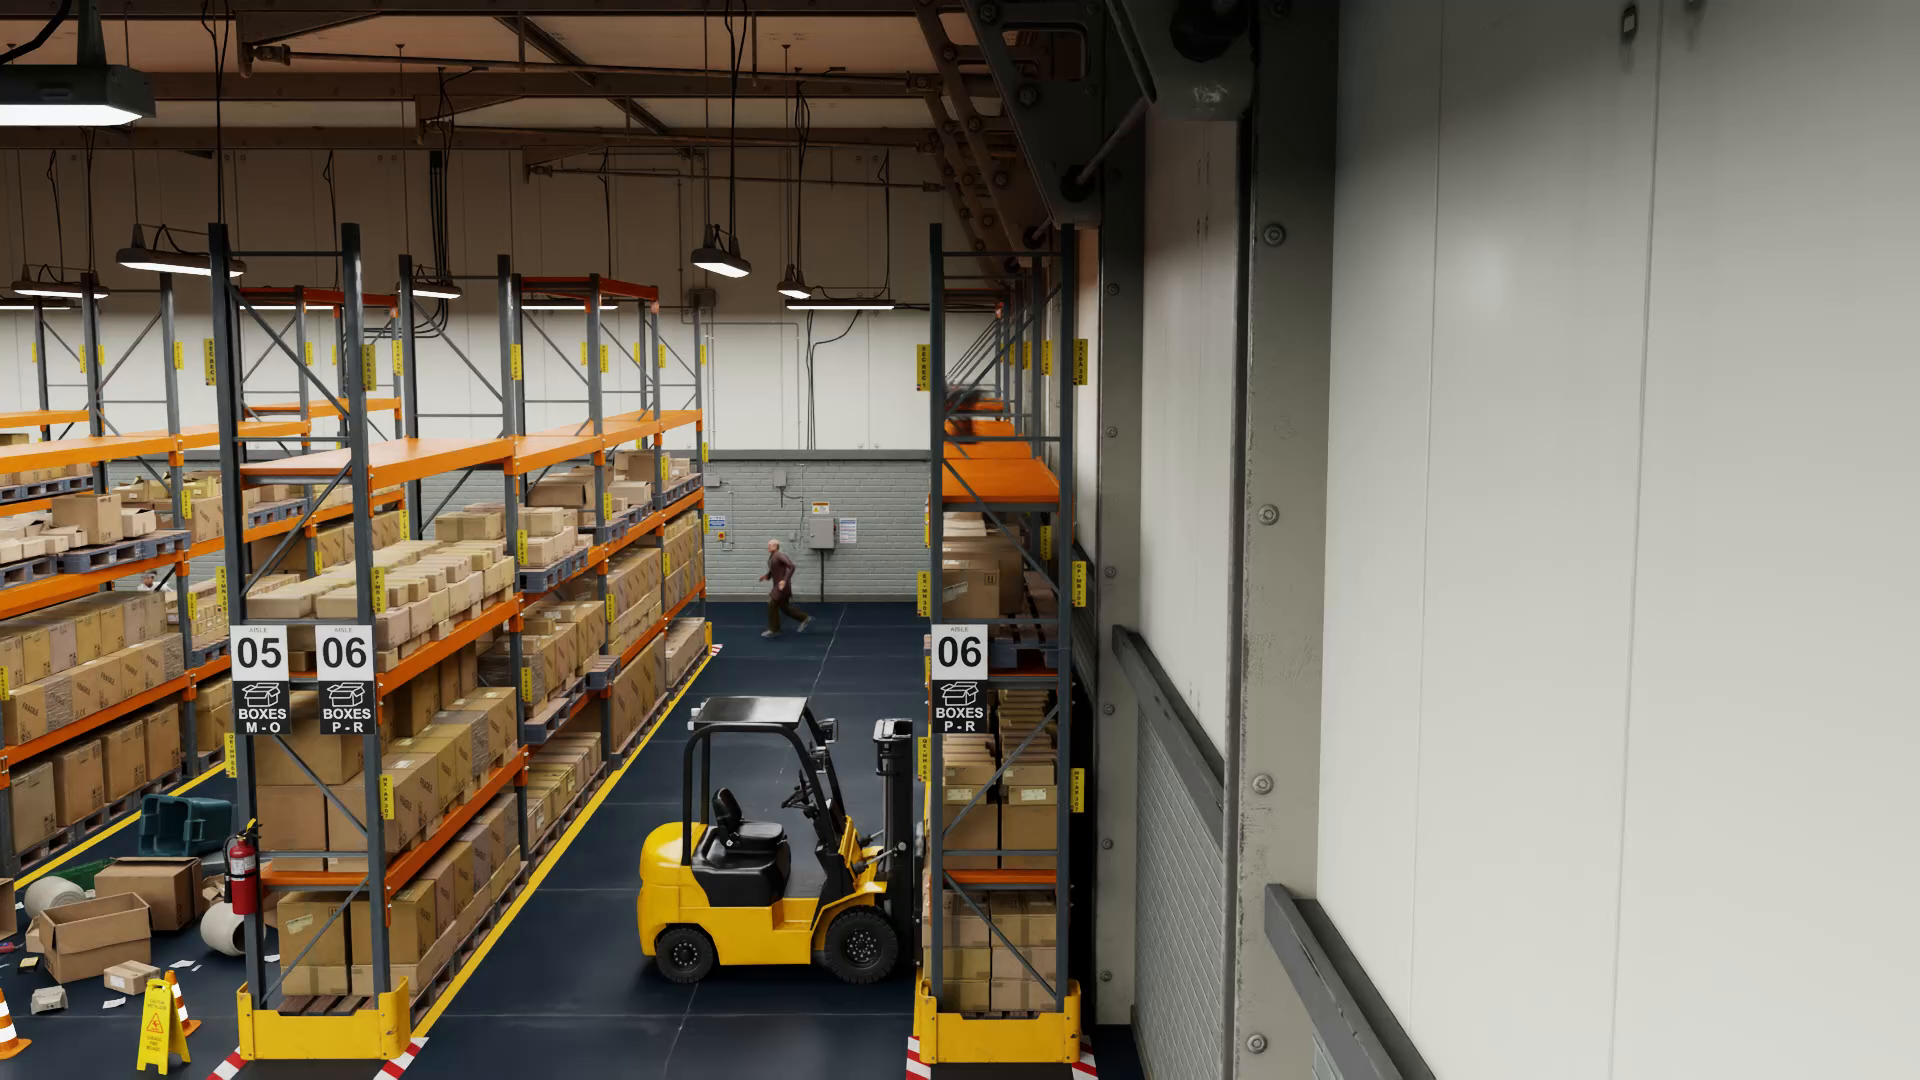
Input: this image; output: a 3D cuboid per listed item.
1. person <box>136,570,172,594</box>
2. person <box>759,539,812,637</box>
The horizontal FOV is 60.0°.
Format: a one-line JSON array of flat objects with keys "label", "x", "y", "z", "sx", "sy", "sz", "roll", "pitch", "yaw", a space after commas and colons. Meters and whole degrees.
[{"label": "person", "x": -13.117, "y": 1.230, "z": 27.110, "sx": 0.606, "sy": 1.574, "sz": 0.737, "roll": -1, "pitch": 7, "yaw": -12}, {"label": "person", "x": -3.111, "y": 0.842, "z": 29.694, "sx": 0.958, "sy": 1.743, "sz": 0.694, "roll": -2, "pitch": 7, "yaw": -18}]
